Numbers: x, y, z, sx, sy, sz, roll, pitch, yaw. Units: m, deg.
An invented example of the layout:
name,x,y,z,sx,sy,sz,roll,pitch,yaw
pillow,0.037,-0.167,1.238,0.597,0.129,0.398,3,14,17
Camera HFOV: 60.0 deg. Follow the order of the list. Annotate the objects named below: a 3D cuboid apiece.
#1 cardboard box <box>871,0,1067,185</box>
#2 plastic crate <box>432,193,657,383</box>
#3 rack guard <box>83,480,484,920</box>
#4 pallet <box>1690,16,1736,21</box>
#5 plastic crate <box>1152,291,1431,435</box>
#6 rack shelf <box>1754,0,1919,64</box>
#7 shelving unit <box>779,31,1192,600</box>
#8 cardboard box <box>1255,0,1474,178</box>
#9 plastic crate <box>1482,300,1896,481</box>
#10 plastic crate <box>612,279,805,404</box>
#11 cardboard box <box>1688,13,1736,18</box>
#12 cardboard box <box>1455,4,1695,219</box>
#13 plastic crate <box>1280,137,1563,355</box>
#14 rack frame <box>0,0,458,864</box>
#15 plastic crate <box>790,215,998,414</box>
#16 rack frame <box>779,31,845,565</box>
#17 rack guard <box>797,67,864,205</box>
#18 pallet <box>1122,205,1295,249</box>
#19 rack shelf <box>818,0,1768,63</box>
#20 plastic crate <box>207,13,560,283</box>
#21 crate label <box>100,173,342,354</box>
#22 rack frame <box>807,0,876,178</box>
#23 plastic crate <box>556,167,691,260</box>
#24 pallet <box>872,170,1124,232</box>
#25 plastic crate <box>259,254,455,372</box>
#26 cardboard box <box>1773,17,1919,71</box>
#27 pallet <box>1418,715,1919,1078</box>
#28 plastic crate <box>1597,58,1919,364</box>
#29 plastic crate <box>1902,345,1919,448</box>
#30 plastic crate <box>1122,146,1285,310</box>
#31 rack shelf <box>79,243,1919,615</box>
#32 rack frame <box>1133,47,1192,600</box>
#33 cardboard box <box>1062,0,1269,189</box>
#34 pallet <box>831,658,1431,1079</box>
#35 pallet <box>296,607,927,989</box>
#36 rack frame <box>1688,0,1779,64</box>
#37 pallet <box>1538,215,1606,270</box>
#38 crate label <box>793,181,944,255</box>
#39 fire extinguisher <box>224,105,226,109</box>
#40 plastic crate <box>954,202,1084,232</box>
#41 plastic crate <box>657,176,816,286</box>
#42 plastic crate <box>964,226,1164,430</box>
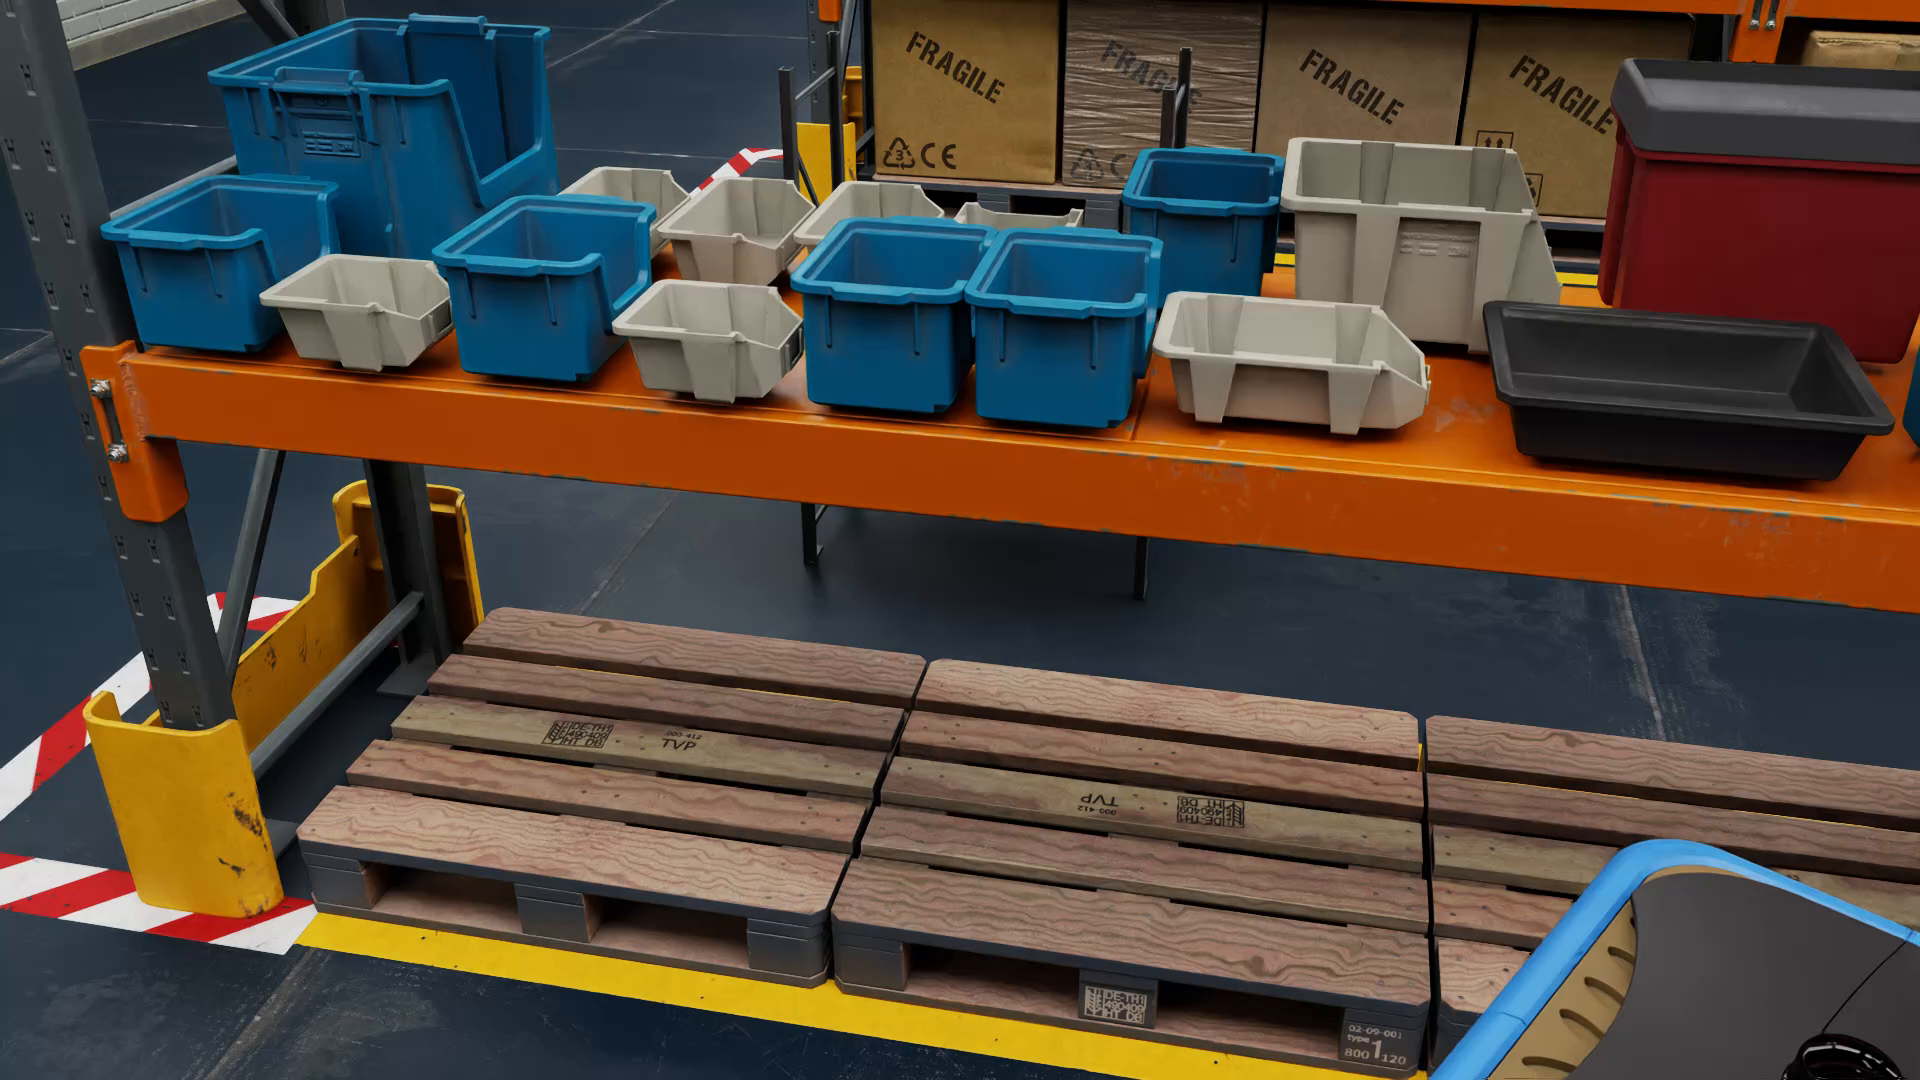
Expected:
name,x,y,z,sx,sy,sz,roll,pitch,yaw
cardboard box,0.108,-2.311,8.124,0.875,0.875,0.875,6,29,11
plastic crate,-0.753,-0.467,3.092,0.300,0.233,0.416,6,29,11
rack guard,-1.595,0.340,4.108,0.348,0.500,1.175,6,29,11
pallet,5.273,-3.703,11.795,1.213,0.211,1.003,6,29,11
plastic crate,0.577,-0.303,2.892,0.466,0.136,0.293,6,29,11
rack shelf,5.333,-2.169,6.837,4.000,0.370,1.077,6,29,11
shelving unit,0.083,-0.649,4.874,1.048,1.500,0.538,6,29,11
cardboard box,1.868,-2.131,7.794,0.875,0.875,0.875,6,29,11
plastic crate,1.192,-0.250,2.808,0.590,0.125,0.437,6,29,11
plastic crate,-0.437,-0.352,2.982,0.298,0.136,0.250,6,29,11
cardboard box,5.179,-3.893,11.403,0.500,0.500,0.500,7,29,13
cardboard box,2.748,-2.041,7.629,0.875,0.875,0.875,6,29,11
plastic crate,0.888,-0.573,3.233,0.530,0.282,0.437,6,29,11
rack frame,-1.569,-0.760,3.514,0.127,3.000,1.000,6,29,11
plastic crate,-0.109,-0.401,2.971,0.300,0.233,0.416,6,29,11
rack frame,-0.414,-0.700,4.967,0.032,1.500,0.500,6,29,11
rack guard,-0.558,-1.992,8.368,0.348,0.500,1.175,6,29,11
pallet,1.453,-1.696,8.128,1.213,0.211,1.003,6,29,11
rack shelf,1.421,-2.570,7.569,4.000,0.370,1.077,6,29,11
plastic crate,-1.203,-0.856,3.590,0.499,0.435,0.616,6,29,11
crate label,-1.396,-0.533,3.212,0.303,0.233,0.416,6,29,11
rack frame,-0.535,-3.086,7.763,0.127,3.000,1.000,6,29,11
plastic crate,-0.734,-0.674,3.569,0.243,0.136,0.396,6,29,11
pallet,0.264,-1.819,8.353,1.213,0.211,1.003,6,29,11
plastic crate,-1.100,-0.420,3.106,0.298,0.136,0.250,6,29,11
cardboard box,4.007,-1.882,7.340,0.875,0.875,1.225,6,29,11
pallet,1.616,0.809,3.553,1.213,0.211,1.003,6,29,11
plastic crate,1.522,-0.620,3.130,0.583,0.464,0.402,6,29,11
plastic crate,1.815,-0.265,2.564,0.575,0.384,0.392,6,29,11
plastic crate,0.493,-0.627,3.384,0.300,0.233,0.416,6,29,11
rack shelf,0.387,-0.244,3.321,4.000,0.370,1.077,6,29,11
rack frame,0.581,-0.598,4.781,0.032,1.500,0.500,6,29,11
cardboard box,0.998,-2.220,7.957,0.875,0.875,0.875,6,29,11
pallet,0.419,0.688,3.774,1.213,0.211,1.003,6,29,11
pallet,-0.771,0.564,4.000,1.213,0.211,1.003,6,29,11
rack frame,3.377,-2.685,7.030,0.127,3.000,1.000,6,29,11
pallet,2.650,-1.575,7.906,1.213,0.211,1.003,6,29,11
crate label,-0.176,-0.621,3.474,0.243,0.136,0.396,6,29,11
fire extinguisher,-1.622,-0.791,4.040,0.183,0.674,0.296,6,29,11
plastic crate,0.118,-0.600,3.435,0.250,0.136,0.298,6,29,11
plastic crate,-0.453,-0.638,3.504,0.243,0.136,0.396,6,29,11
plastic crate,0.185,-0.371,2.916,0.300,0.233,0.416,6,29,11
